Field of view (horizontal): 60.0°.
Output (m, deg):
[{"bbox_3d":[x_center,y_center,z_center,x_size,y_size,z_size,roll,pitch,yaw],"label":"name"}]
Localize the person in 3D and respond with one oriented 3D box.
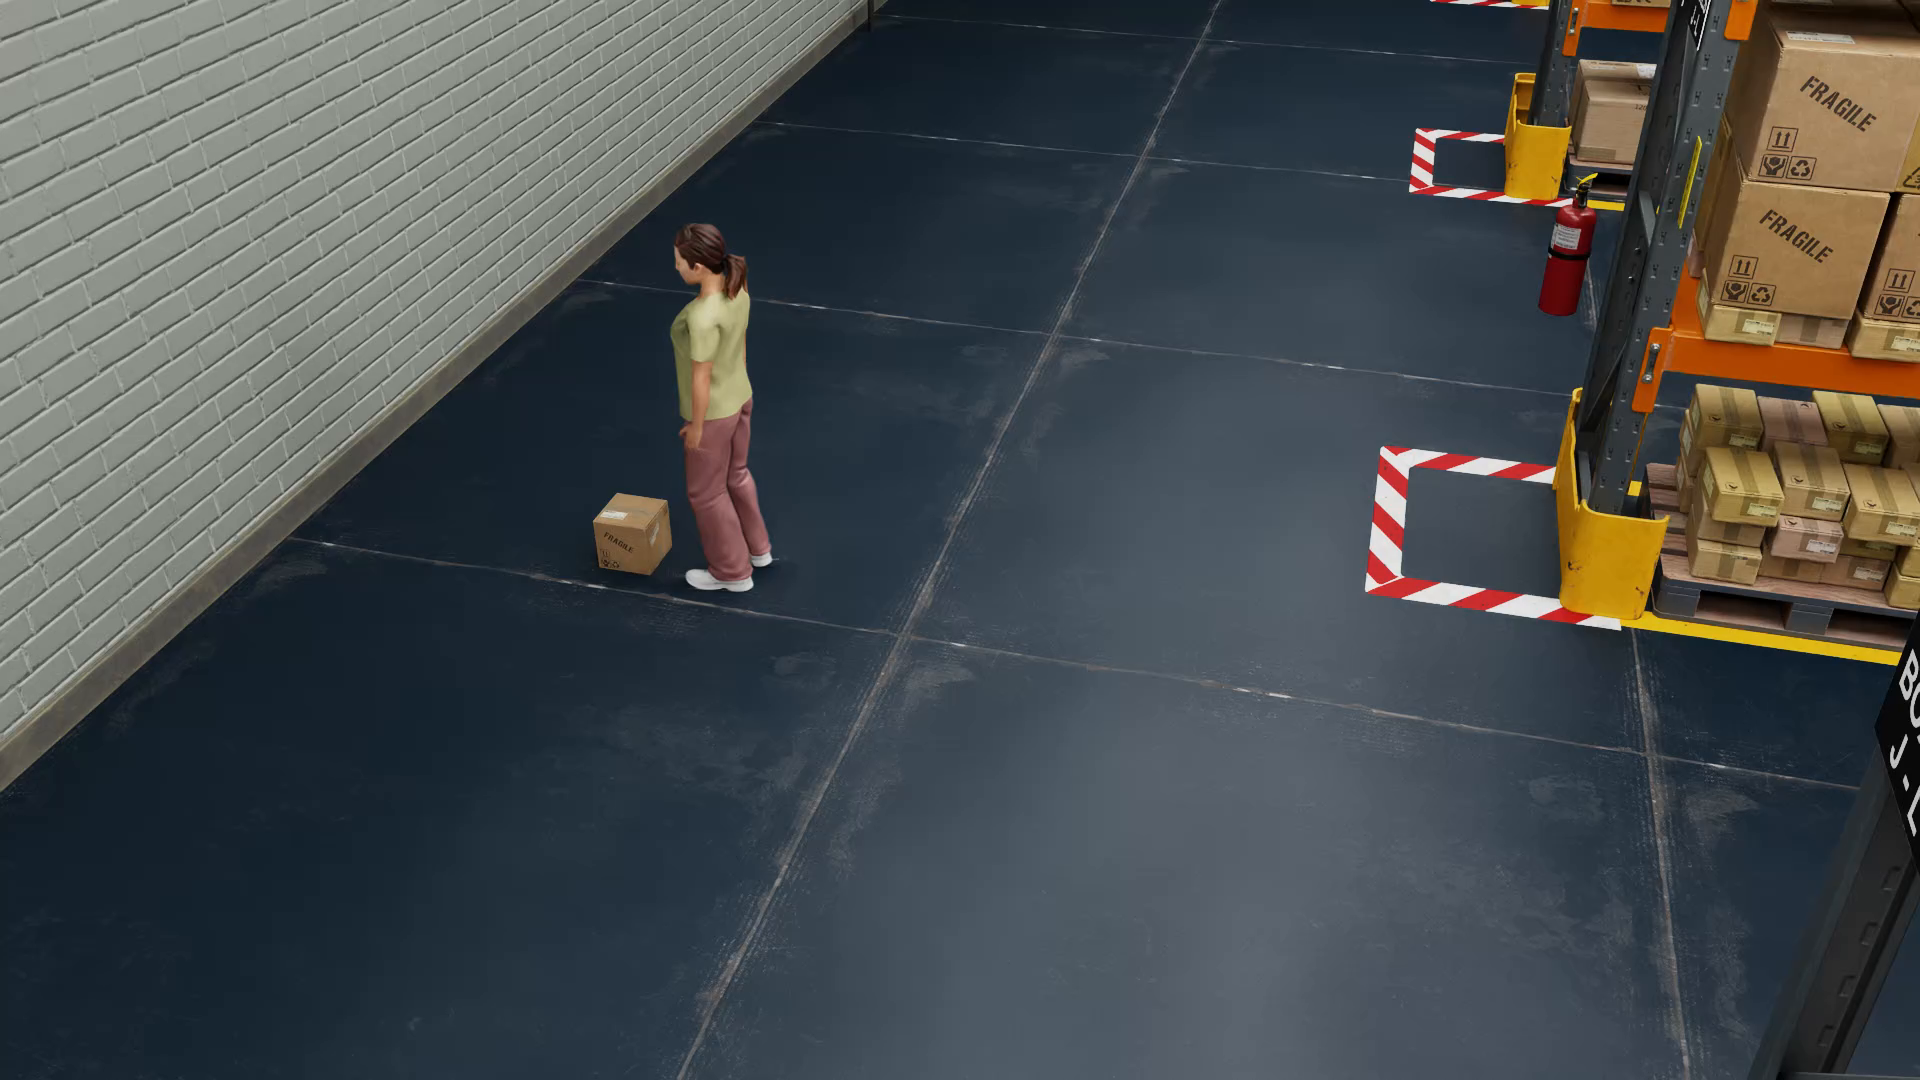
[{"bbox_3d":[-1.014,-0.430,7.051,0.365,1.415,0.443,9,34,13],"label":"person"}]
